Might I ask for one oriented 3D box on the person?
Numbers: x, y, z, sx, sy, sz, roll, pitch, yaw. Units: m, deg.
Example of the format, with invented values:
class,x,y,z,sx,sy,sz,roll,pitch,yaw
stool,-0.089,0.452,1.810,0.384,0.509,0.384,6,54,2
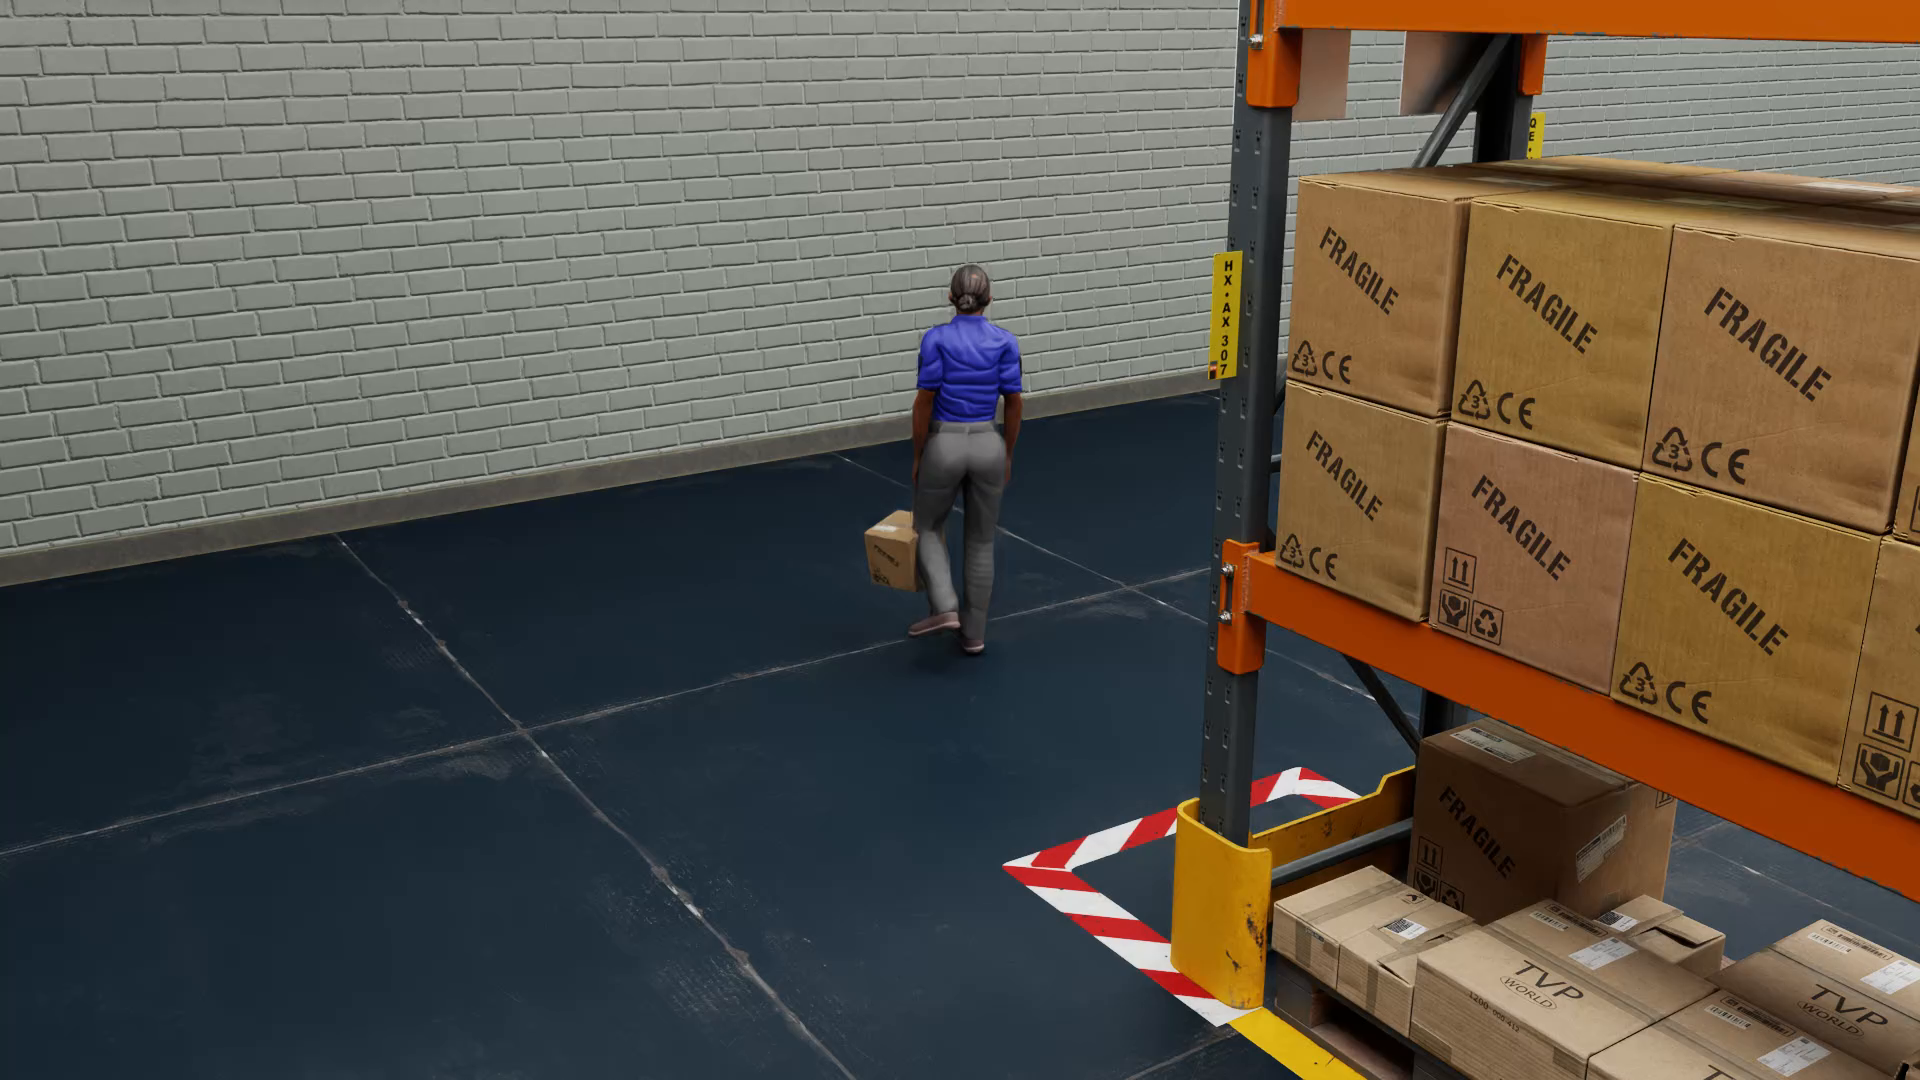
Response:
class,x,y,z,sx,sy,sz,roll,pitch,yaw
person,0.022,-0.312,7.008,0.511,1.658,0.490,-3,18,-8
